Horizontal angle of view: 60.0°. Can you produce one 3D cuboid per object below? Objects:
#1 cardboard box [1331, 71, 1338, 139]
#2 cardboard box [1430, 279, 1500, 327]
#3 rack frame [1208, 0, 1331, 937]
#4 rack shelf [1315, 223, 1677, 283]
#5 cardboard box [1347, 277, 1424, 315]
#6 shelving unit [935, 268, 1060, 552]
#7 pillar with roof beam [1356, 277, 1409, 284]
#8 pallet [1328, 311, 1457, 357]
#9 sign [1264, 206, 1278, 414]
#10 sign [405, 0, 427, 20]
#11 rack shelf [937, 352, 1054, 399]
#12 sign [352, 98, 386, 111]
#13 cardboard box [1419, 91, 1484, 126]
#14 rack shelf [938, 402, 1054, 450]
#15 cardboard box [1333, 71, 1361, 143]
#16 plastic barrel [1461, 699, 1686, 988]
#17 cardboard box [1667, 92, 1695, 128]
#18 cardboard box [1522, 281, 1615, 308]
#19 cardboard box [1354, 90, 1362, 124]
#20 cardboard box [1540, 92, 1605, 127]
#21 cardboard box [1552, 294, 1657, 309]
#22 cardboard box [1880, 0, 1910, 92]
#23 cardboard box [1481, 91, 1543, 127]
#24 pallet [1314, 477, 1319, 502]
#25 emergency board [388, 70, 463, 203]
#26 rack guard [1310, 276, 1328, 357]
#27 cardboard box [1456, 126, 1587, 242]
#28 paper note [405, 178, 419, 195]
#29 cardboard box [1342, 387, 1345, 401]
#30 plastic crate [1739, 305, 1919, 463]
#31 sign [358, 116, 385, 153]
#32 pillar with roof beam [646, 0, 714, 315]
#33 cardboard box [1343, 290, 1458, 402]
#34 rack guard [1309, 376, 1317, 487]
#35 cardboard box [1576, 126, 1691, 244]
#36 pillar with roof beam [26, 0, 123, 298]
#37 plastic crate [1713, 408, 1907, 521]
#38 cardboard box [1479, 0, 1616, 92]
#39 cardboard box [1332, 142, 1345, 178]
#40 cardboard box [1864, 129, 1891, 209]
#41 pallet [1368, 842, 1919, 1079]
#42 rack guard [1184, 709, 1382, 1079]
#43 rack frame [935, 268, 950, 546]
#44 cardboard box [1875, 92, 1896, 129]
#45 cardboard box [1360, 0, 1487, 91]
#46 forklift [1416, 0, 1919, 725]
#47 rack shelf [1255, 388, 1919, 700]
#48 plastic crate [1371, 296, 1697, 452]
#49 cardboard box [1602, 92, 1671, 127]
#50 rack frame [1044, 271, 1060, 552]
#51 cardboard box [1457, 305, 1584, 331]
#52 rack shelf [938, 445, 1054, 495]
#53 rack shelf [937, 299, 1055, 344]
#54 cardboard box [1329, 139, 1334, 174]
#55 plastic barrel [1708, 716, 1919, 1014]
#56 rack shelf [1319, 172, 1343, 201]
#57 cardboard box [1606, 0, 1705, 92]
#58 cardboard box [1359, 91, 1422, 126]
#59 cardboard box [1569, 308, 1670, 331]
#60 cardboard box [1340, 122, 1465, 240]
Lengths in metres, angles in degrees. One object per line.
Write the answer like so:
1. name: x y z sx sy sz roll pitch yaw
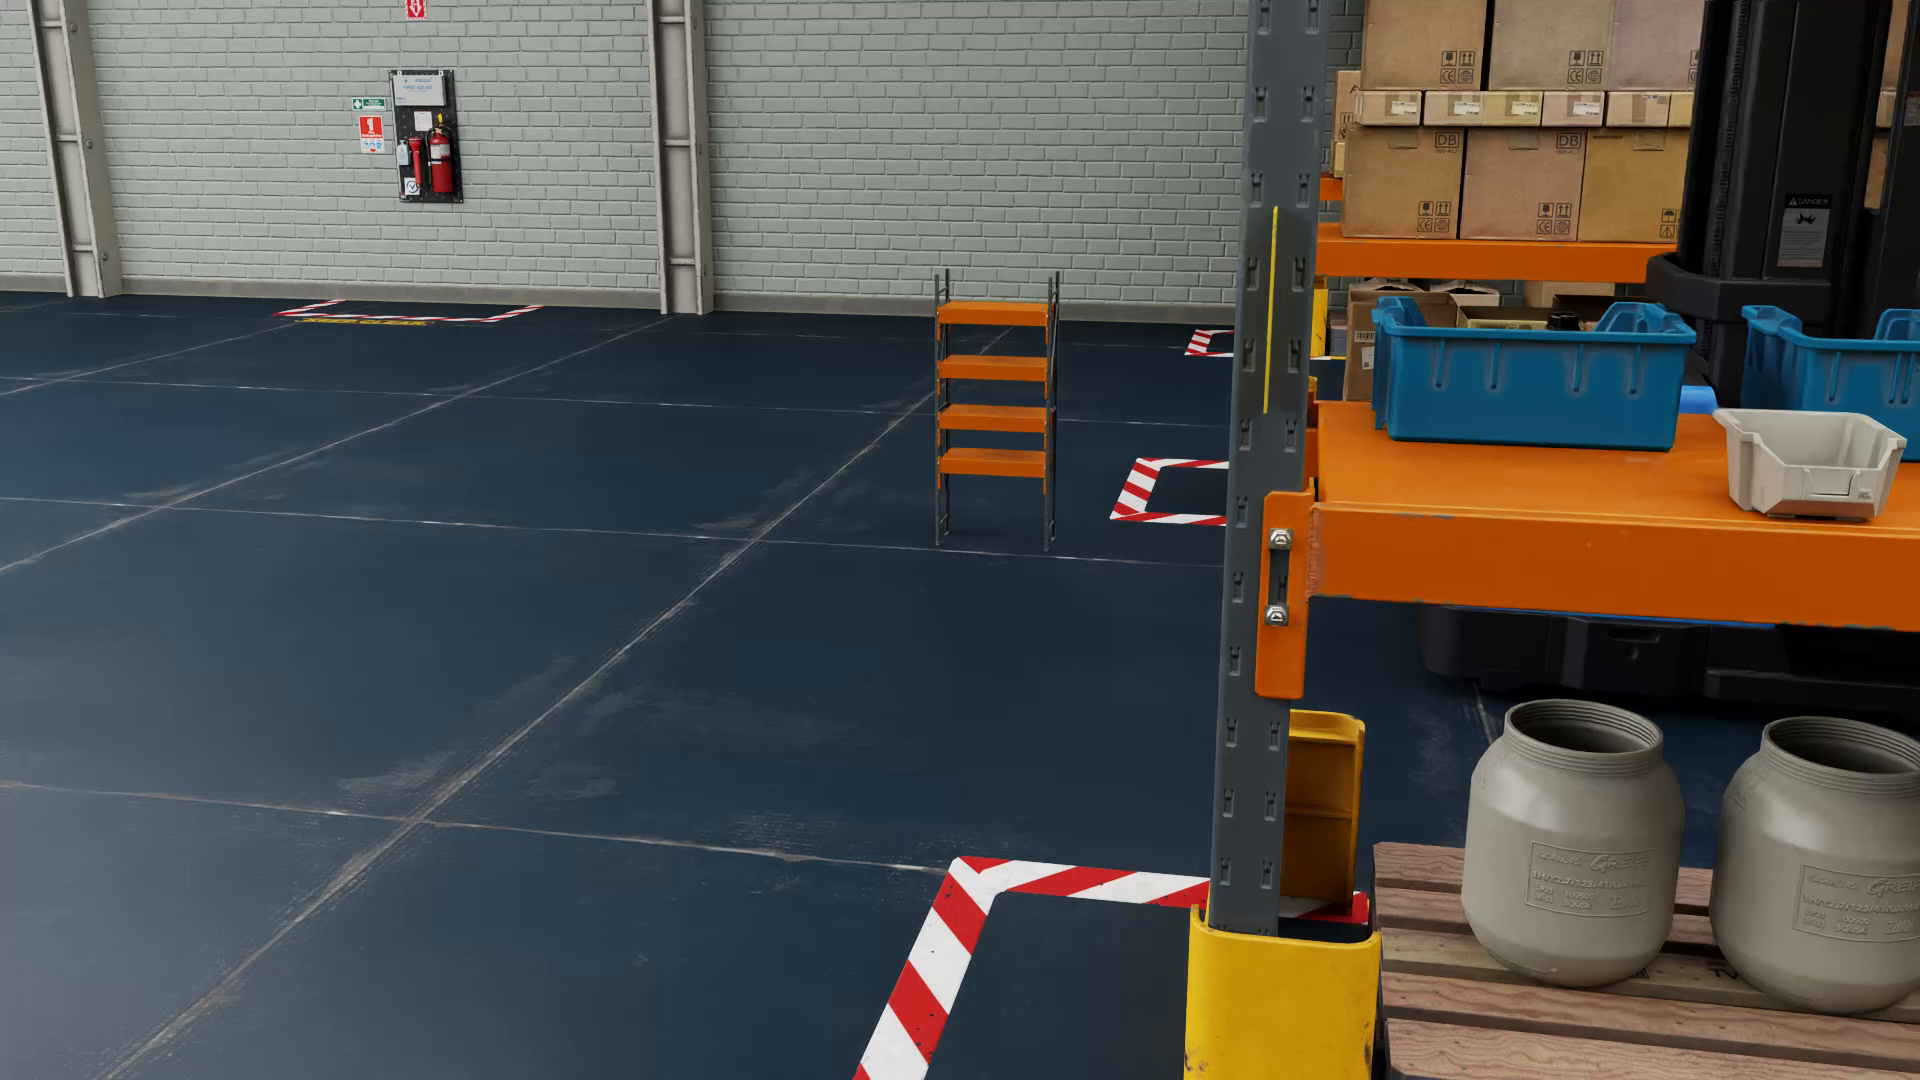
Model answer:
1. cardboard box: 3.097 -3.304 12.641 0.500 0.500 0.500 3 16 10
2. cardboard box: 3.812 -1.801 12.586 0.500 0.311 0.500 4 16 16
3. rack frame: 0.619 -0.384 3.258 0.127 3.000 1.000 3 16 11
4. rack shelf: 3.569 -1.226 7.647 4.000 0.370 1.077 3 16 11
5. cardboard box: 3.253 -1.831 12.696 0.500 0.311 0.500 1 16 5
6. shelving unit: 0.162 -0.569 7.300 0.503 1.200 0.258 3 16 11
7. pillar with roof beam: 2.593 -4.929 8.430 0.400 9.000 9.100 3 16 11
8. pallet: 3.456 -1.575 12.782 1.213 0.211 1.003 3 16 11
9. sign: 0.505 -0.373 2.702 0.005 0.325 0.100 3 16 11
10. sign: -4.830 -4.768 14.745 0.199 0.298 0.001 3 16 11
11. rack shelf: 0.162 -0.720 7.258 0.480 0.148 0.258 3 16 11
12. sign: -5.361 -3.951 15.078 0.331 0.109 0.001 3 16 11
13. cardboard box: 2.210 -1.949 7.508 0.250 0.149 0.380 3 16 10
14. rack shelf: 0.162 -0.505 7.318 0.480 0.148 0.258 3 16 11
15. cardboard box: 3.001 -3.170 12.155 0.500 0.500 0.500 3 16 11
16. plastic barrel: 1.279 0.628 3.479 0.421 0.512 0.421 0 15 0
17. cardboard box: 3.214 -1.895 7.311 0.250 0.149 0.380 3 16 10
18. cardboard box: 4.521 -1.840 12.373 0.500 0.500 0.700 2 16 8
19. cardboard box: 2.022 -2.069 7.941 0.250 0.149 0.380 3 16 10
20. cardboard box: 2.701 -1.922 7.408 0.250 0.149 0.380 3 16 10
21. cardboard box: 3.177 -0.918 8.145 0.500 0.500 0.500 3 16 11
22. cardboard box: 4.107 -2.215 7.252 0.500 0.500 0.700 3 16 11
23. cardboard box: 2.455 -1.936 7.459 0.250 0.149 0.380 3 16 11
24. pallet: 2.367 -0.306 8.200 1.213 0.211 1.003 3 16 11
25. emergency board: -4.842 -3.625 14.959 0.643 1.169 0.194 3 16 11
26. rack guard: 2.667 -1.766 12.933 0.348 0.500 1.175 3 16 11
27. cardboard box: 2.580 -1.672 7.723 0.500 0.500 0.700 4 16 13
28. paper note: -5.002 -3.228 15.176 0.142 0.148 0.016 3 16 11
29. cardboard box: 2.194 -0.605 8.422 0.500 0.250 0.500 3 16 11
30. plastic crate: 1.804 -0.327 3.334 0.408 0.251 0.499 3 16 11
31. sign: -5.364 -3.698 15.158 0.234 0.329 0.001 3 16 11
32. pillar with roof beam: -3.286 -5.248 9.582 0.400 9.000 9.100 3 16 11
33. cardboard box: 2.194 -0.967 8.324 0.500 0.500 0.500 3 16 11
34. rack guard: 1.586 -0.476 8.273 0.348 0.500 1.175 3 16 11
35. cardboard box: 3.065 -1.645 7.622 0.500 0.500 0.700 3 16 11
36. pillar with roof beam: -9.166 -5.568 10.734 0.400 9.000 9.100 3 16 11
37. plastic crate: 1.432 -0.125 2.817 0.250 0.136 0.298 3 16 11
38. cardboard box: 2.633 -2.295 7.540 0.500 0.500 0.700 3 16 10
39. cardboard box: 3.008 -2.804 12.237 0.500 0.250 0.500 3 16 9
40. cardboard box: 4.084 -1.591 7.428 0.500 0.500 0.700 3 16 12
41. pallet: 1.498 0.997 3.499 1.213 0.211 1.003 3 16 11
42. rack guard: 0.703 0.813 3.621 0.348 0.500 1.175 3 16 11
43. rack frame: -0.077 -0.582 7.347 0.015 1.200 0.240 3 16 11
44. cardboard box: 3.976 -1.853 7.162 0.250 0.149 0.380 4 16 13
45. cardboard box: 2.116 -2.322 7.636 0.500 0.500 0.700 3 16 11
46. forklift: 3.153 -0.936 5.380 3.031 2.935 1.130 3 16 12
47. rack shelf: 2.579 0.070 2.969 4.000 0.370 1.077 3 16 11
48. plastic crate: 1.169 -0.364 3.464 0.616 0.251 0.499 3 16 11
49. cardboard box: 2.963 -1.908 7.359 0.250 0.149 0.380 3 16 9
50. rack frame: 0.401 -0.556 7.253 0.015 1.200 0.240 3 16 11
51. cardboard box: 2.581 -0.805 7.738 0.500 0.500 0.500 3 16 11
52. rack shelf: 0.162 -0.313 7.371 0.480 0.148 0.258 3 16 11
53. rack shelf: 0.162 -0.948 7.195 0.480 0.148 0.258 3 16 11
54. cardboard box: 3.090 -2.938 12.724 0.500 0.250 0.500 3 16 12
55. plastic barrel: 1.770 0.655 3.383 0.421 0.512 0.421 0 15 0
56. rack shelf: 4.553 -2.522 12.326 4.000 0.370 1.077 3 16 11
57. cardboard box: 3.127 -2.268 7.444 0.500 0.500 0.700 3 16 11
58. cardboard box: 1.951 -1.963 7.556 0.250 0.149 0.380 3 16 11
59. cardboard box: 3.074 -0.782 7.654 0.500 0.500 0.500 3 16 11
60. cardboard box: 2.064 -1.699 7.820 0.500 0.500 0.700 3 16 11
